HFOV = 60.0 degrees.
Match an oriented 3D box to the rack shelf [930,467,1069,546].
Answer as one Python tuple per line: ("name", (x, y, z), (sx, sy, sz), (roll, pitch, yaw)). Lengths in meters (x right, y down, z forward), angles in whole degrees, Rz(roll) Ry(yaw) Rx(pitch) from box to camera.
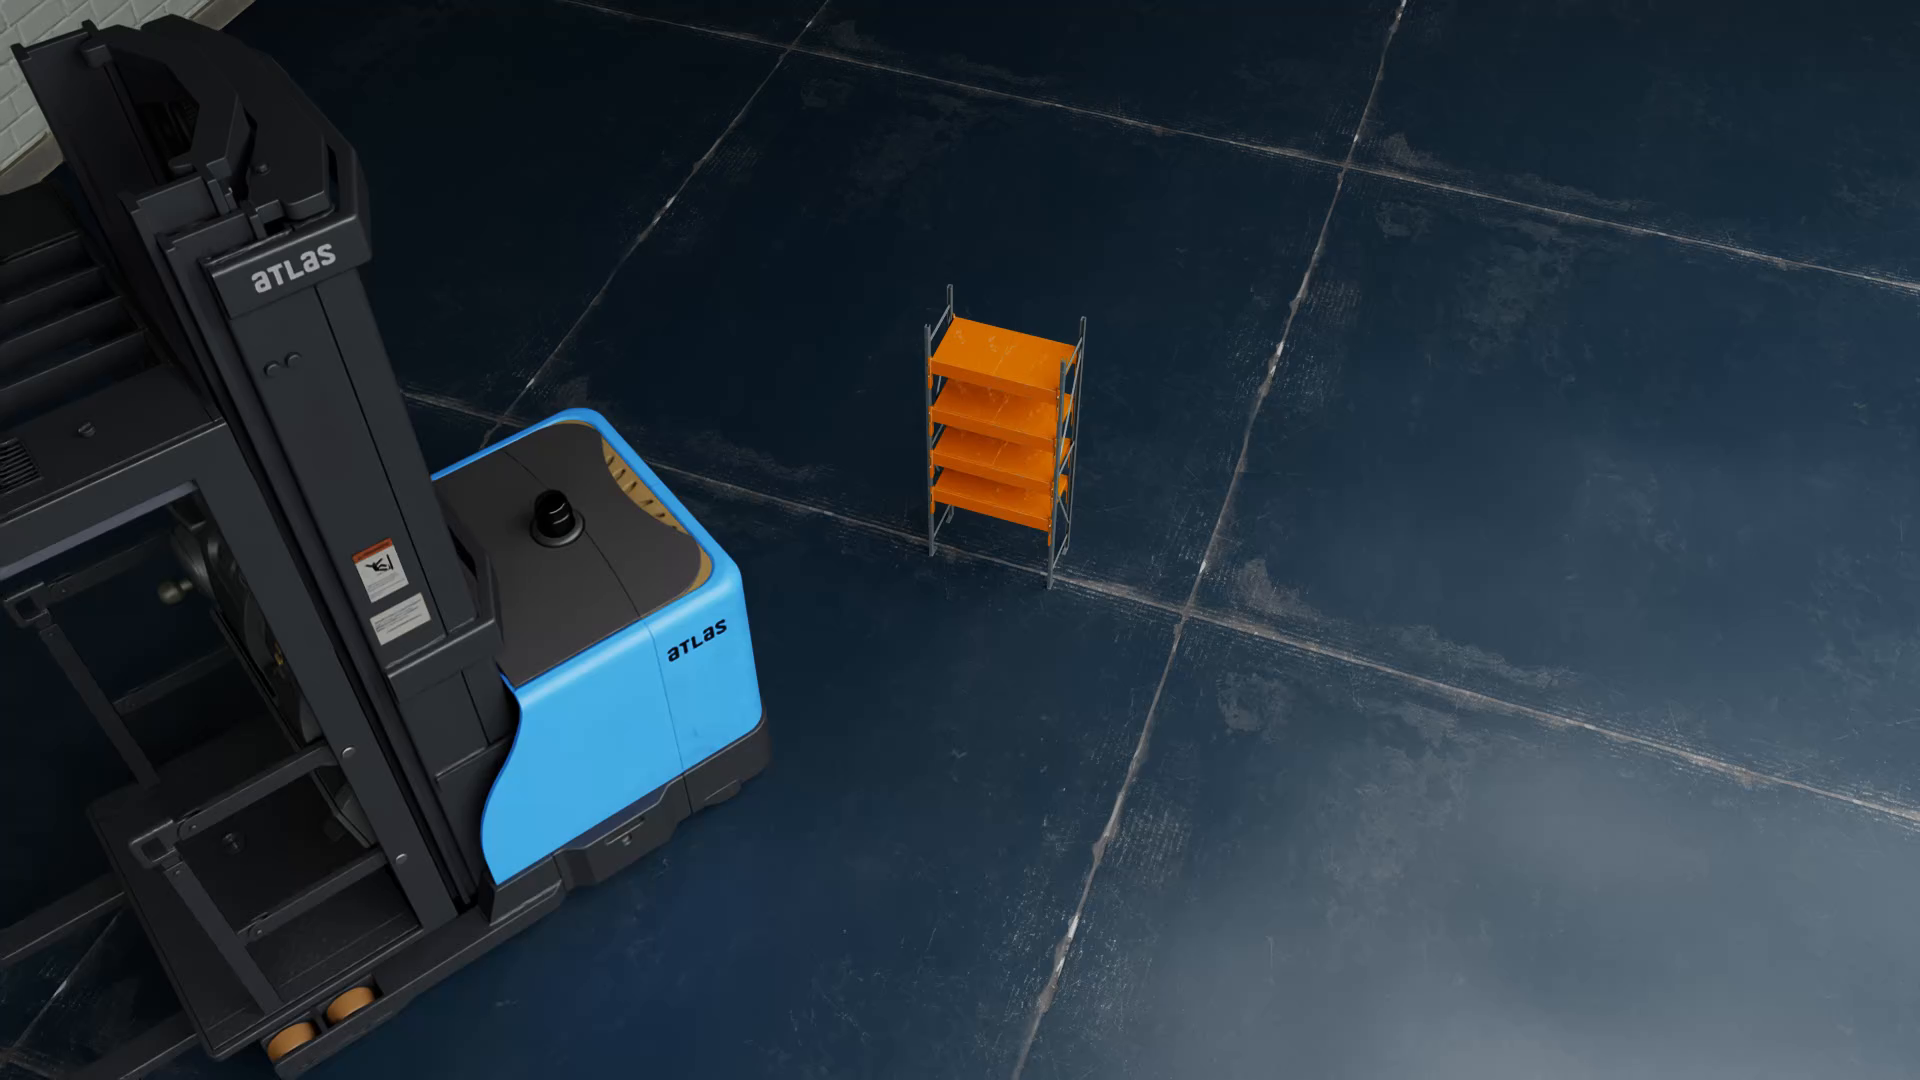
("rack shelf", (0.155, -0.176, 6.326), (0.480, 0.148, 0.258), (16, 51, 13))

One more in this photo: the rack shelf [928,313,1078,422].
("rack shelf", (0.155, -0.607, 5.829), (0.480, 0.148, 0.258), (16, 51, 13))

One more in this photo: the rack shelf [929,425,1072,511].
("rack shelf", (0.155, -0.306, 6.176), (0.480, 0.148, 0.258), (16, 51, 13))

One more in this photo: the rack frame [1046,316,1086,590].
("rack frame", (0.384, -0.286, 6.070), (0.015, 1.200, 0.240), (16, 51, 13))

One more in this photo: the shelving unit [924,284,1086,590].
("shelving unit", (0.155, -0.350, 6.126), (0.503, 1.200, 0.258), (16, 51, 13))

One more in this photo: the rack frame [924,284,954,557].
("rack frame", (-0.074, -0.414, 6.181), (0.015, 1.200, 0.240), (16, 51, 13))

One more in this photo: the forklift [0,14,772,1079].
("forklift", (-2.137, 0.242, 4.467), (3.031, 2.935, 1.130), (-30, 56, -24))

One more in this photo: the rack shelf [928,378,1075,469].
("rack shelf", (0.155, -0.452, 6.007), (0.480, 0.148, 0.258), (16, 51, 13))
